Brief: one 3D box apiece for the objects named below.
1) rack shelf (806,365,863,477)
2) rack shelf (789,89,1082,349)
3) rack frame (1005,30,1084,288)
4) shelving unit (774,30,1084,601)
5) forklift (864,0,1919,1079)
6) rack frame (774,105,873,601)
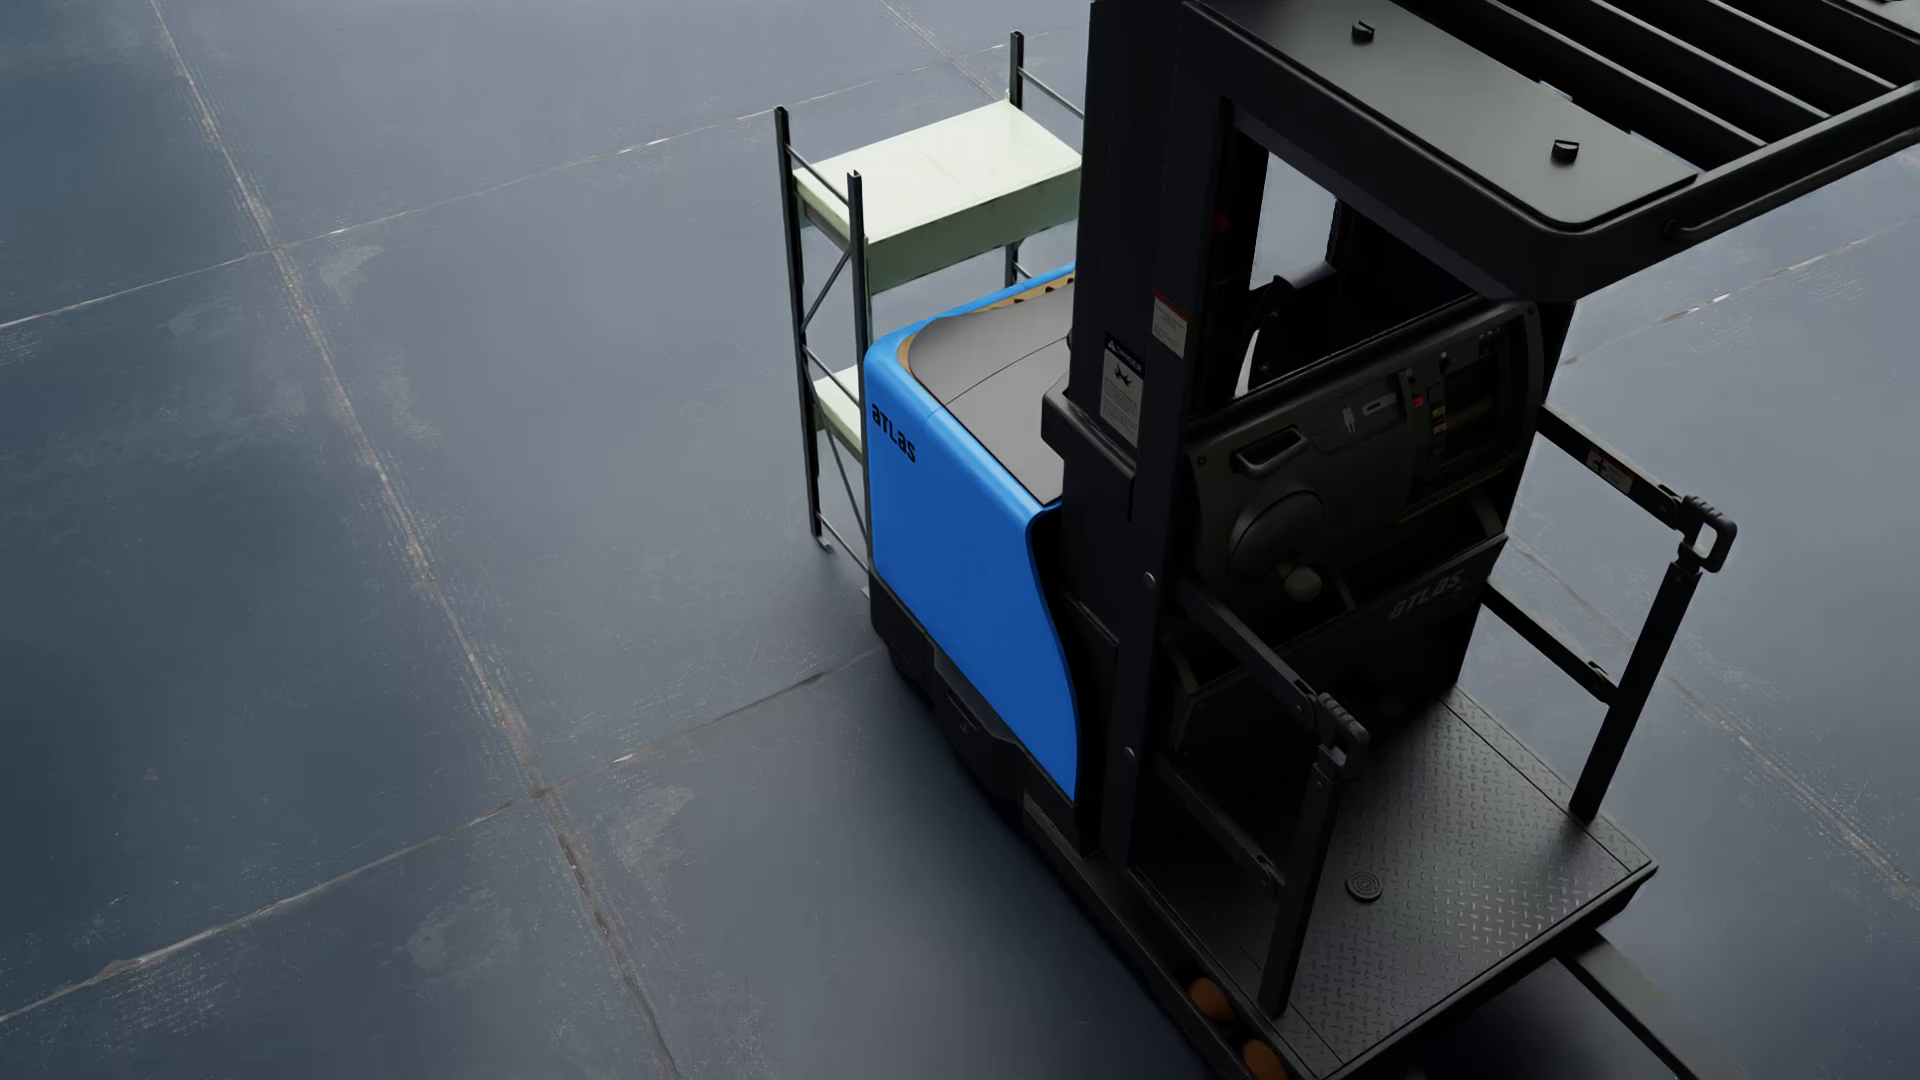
[{"bbox_3d":[-0.049,-0.358,5.010,0.720,0.370,0.431,-25,49,-23],"label":"rack shelf"},{"bbox_3d":[-0.049,-0.872,4.511,0.720,0.370,0.431,-25,49,-23],"label":"rack shelf"},{"bbox_3d":[0.256,-0.732,4.927,0.023,1.500,0.400,-25,49,-23],"label":"rack frame"},{"bbox_3d":[-0.049,-0.592,4.783,0.755,1.500,0.431,-25,49,-23],"label":"shelving unit"},{"bbox_3d":[0.957,-0.104,3.252,1.130,2.935,3.031,-24,49,-23],"label":"forklift"},{"bbox_3d":[-0.355,-0.452,4.638,0.023,1.500,0.400,-25,49,-23],"label":"rack frame"}]
